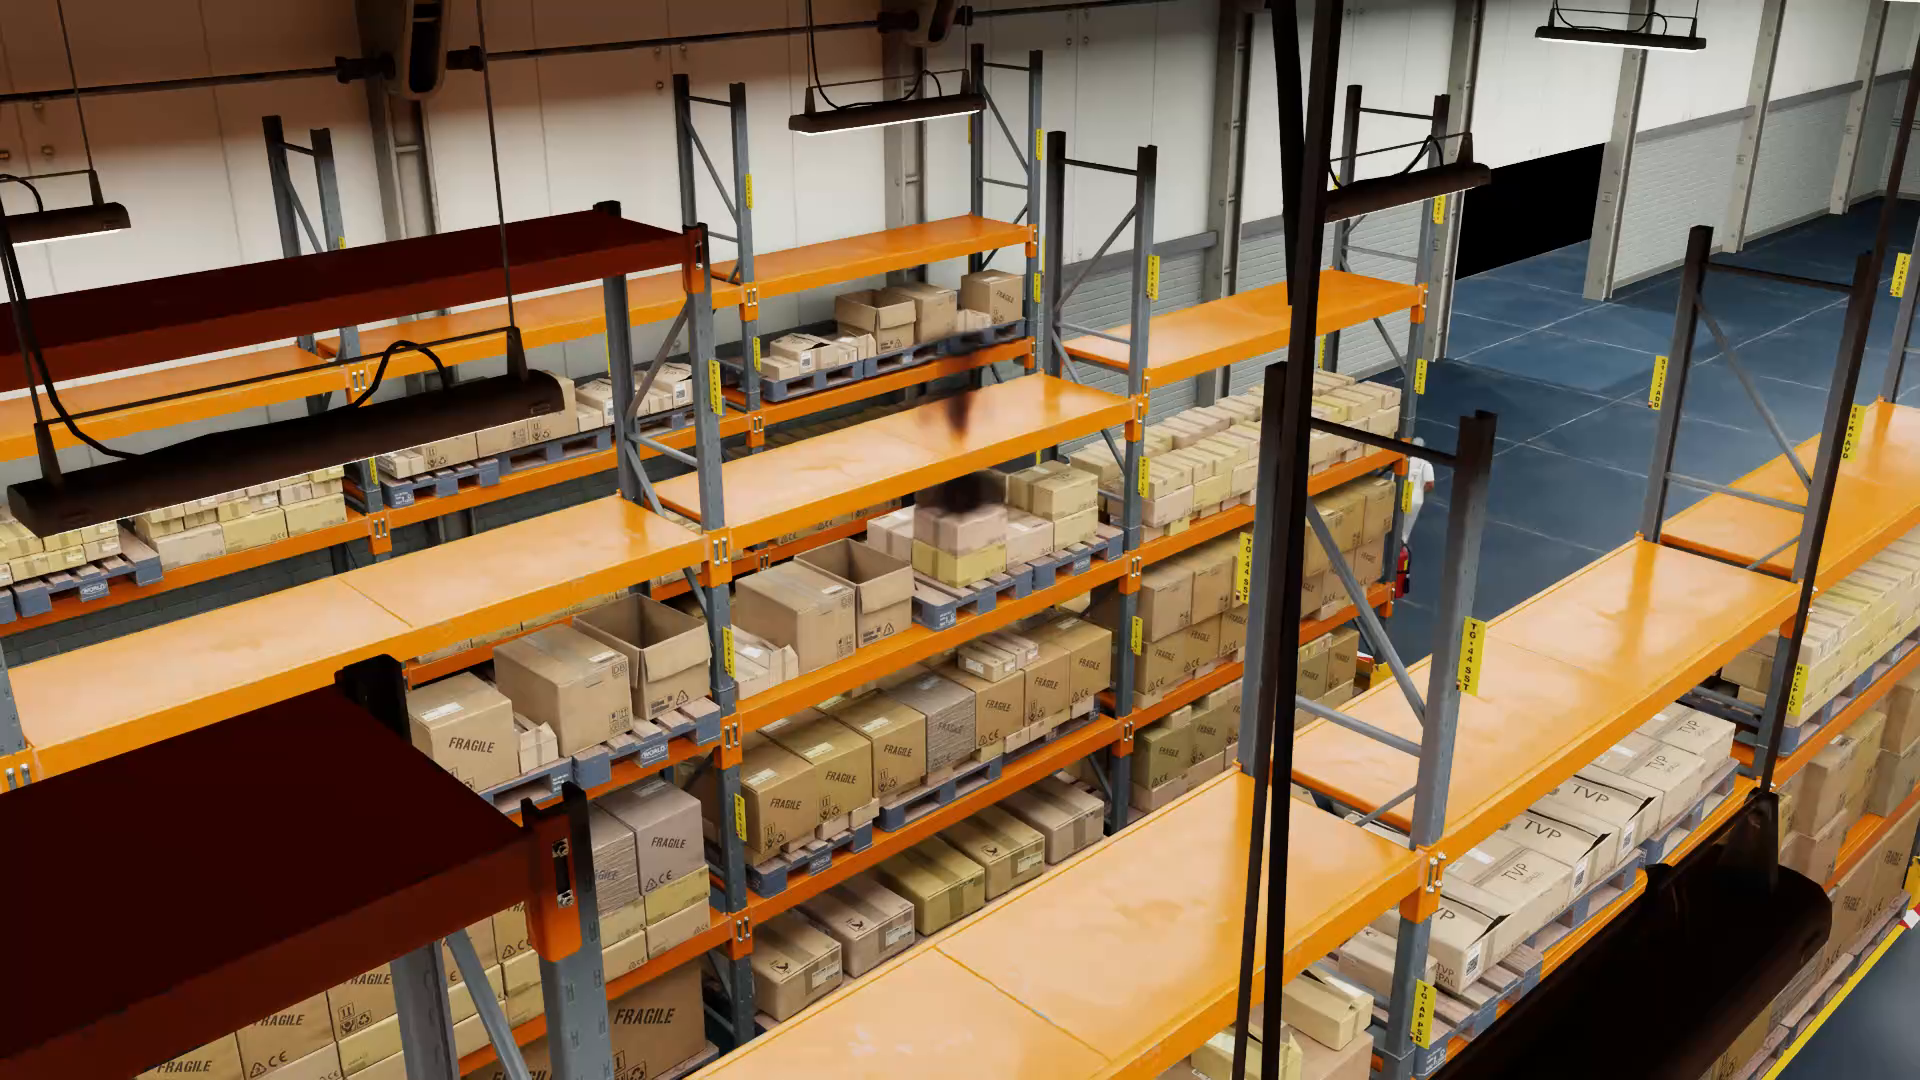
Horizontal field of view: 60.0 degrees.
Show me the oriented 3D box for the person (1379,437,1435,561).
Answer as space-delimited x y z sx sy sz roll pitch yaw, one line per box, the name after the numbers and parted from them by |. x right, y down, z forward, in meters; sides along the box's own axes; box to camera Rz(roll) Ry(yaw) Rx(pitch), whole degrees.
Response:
5.233 -0.348 19.698 0.646 1.628 1.034 11 25 25 | person
